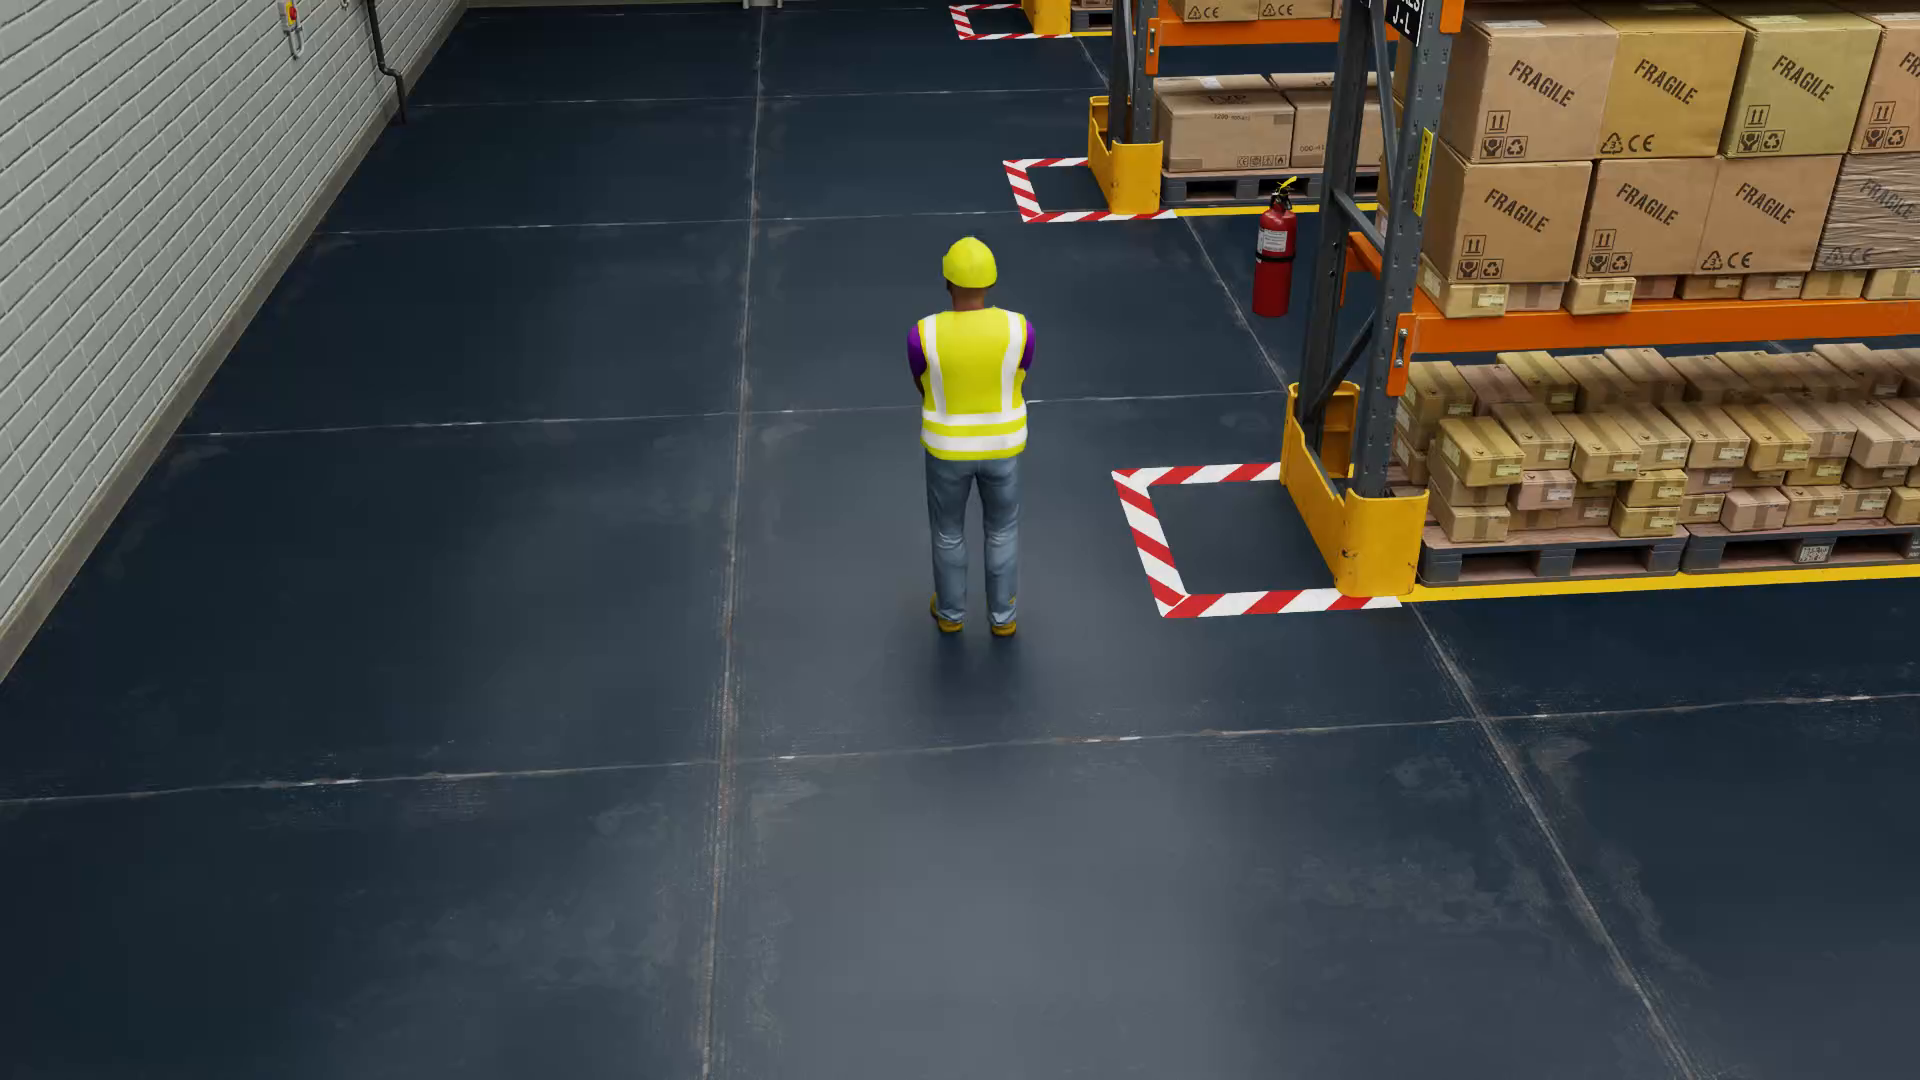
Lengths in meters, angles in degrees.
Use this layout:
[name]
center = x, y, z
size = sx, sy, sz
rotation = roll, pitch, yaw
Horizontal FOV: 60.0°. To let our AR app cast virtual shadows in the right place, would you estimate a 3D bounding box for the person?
[person]
center = 0.033, -0.425, 6.856
size = 0.505, 1.726, 0.555
rotation = -3, 31, -5
